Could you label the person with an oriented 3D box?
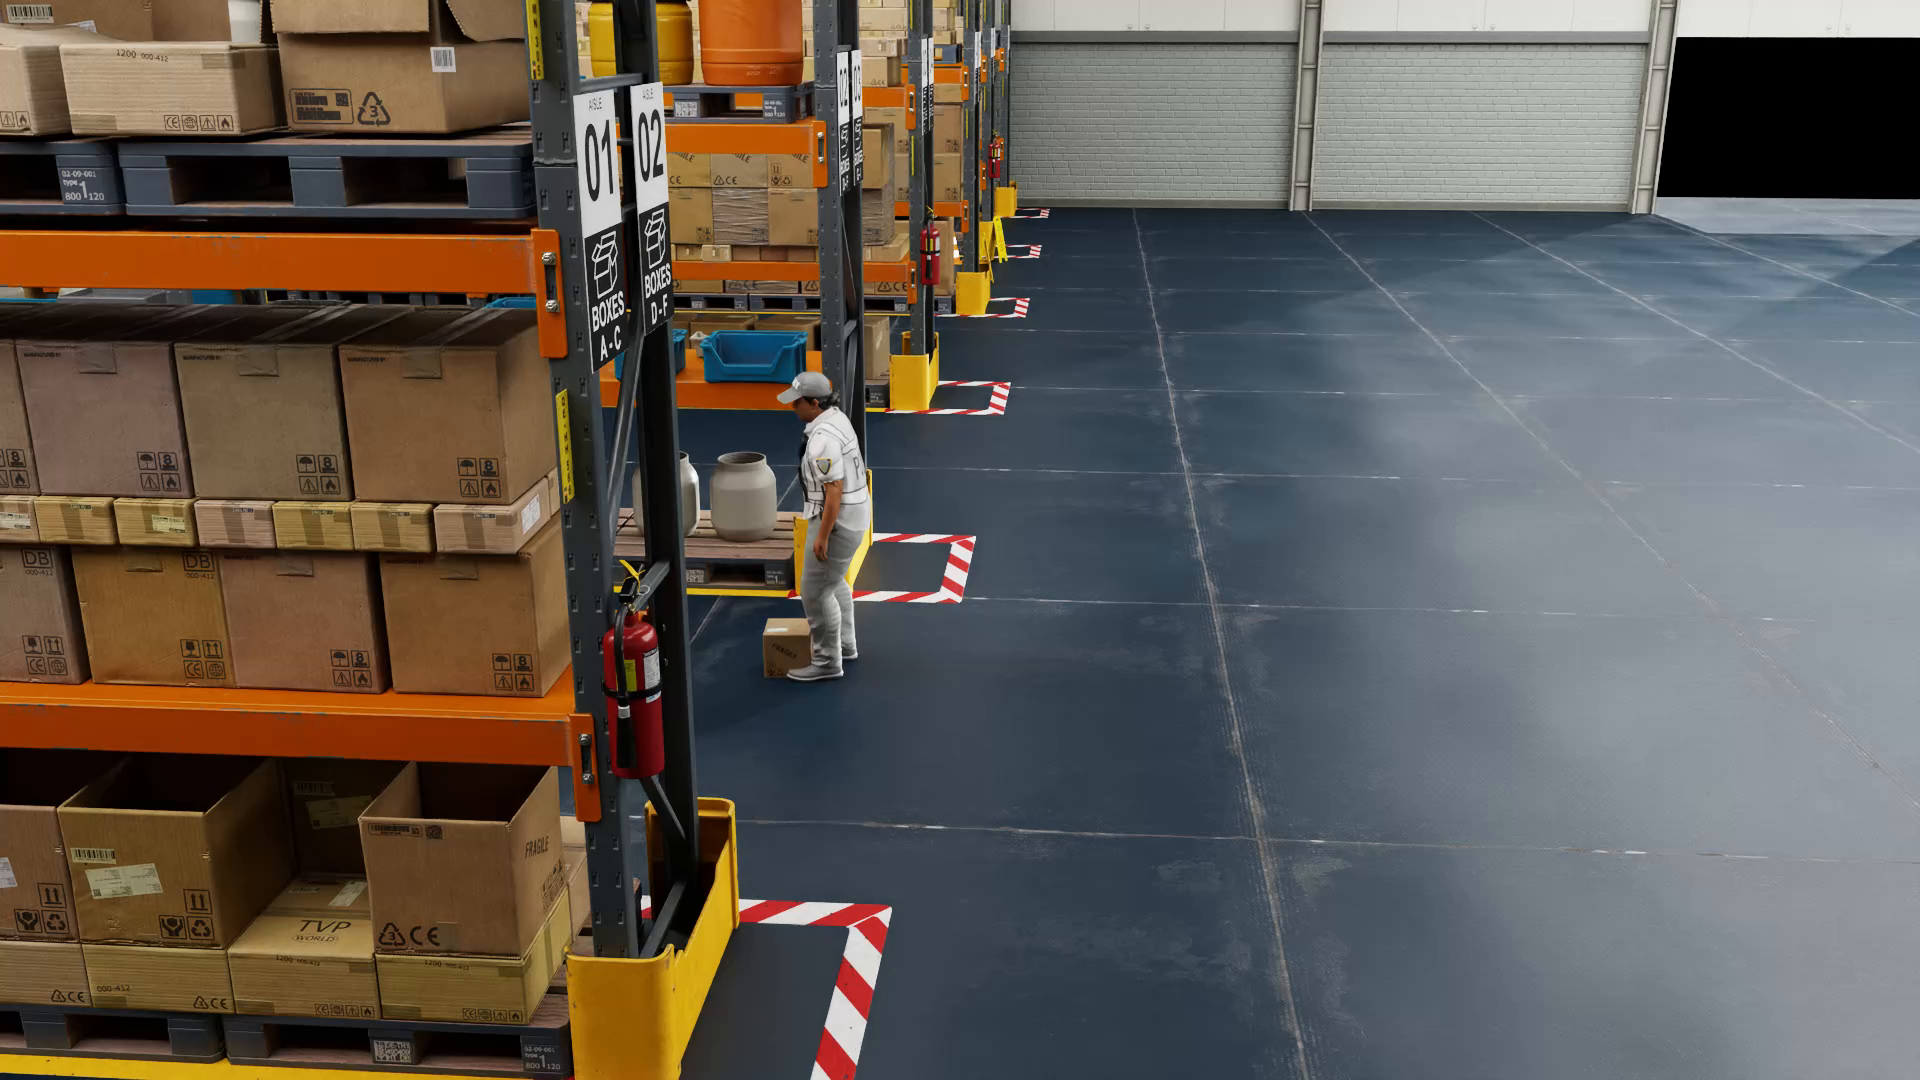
[{"bbox_3d":[-0.707,-0.084,8.804,0.470,1.665,0.561,0,18,1],"label":"person"}]
